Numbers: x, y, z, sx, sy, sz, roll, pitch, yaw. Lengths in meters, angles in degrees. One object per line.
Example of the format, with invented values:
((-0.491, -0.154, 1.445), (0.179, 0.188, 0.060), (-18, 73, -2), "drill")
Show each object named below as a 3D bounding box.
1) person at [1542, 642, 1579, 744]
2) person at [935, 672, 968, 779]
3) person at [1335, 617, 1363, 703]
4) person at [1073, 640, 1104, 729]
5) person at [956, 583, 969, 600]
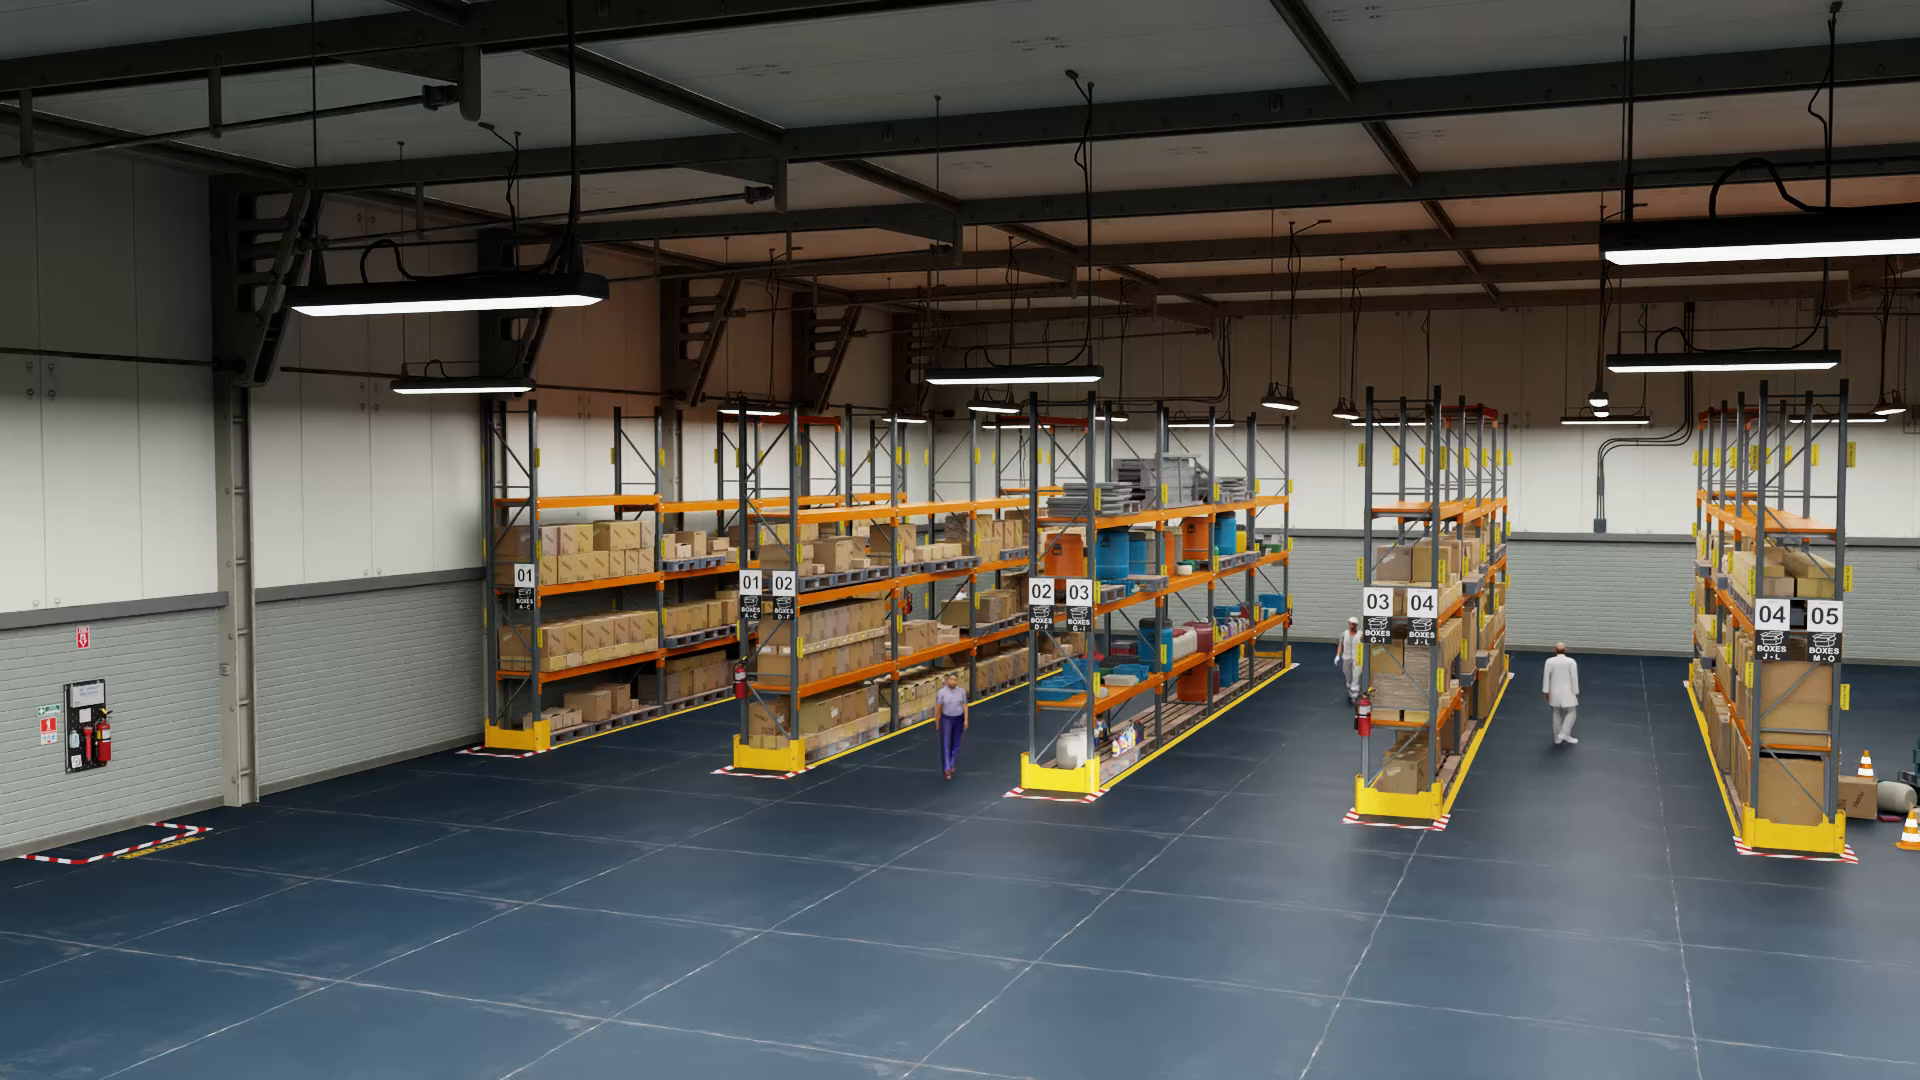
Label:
((10.511, 2.683, 29.097), (0.619, 1.776, 0.608), (1, 3, 28), "person")
((-0.129, 2.886, 26.160), (0.537, 1.615, 0.836), (-1, 3, -22), "person")
((8.025, 2.444, 34.031), (0.681, 1.730, 1.098), (1, 3, 18), "person")
((2.333, 2.650, 30.358), (1.068, 1.664, 0.586), (-2, 3, -36), "person")
((0.049, 1.960, 44.311), (0.443, 1.683, 0.504), (1, 3, 17), "person")
